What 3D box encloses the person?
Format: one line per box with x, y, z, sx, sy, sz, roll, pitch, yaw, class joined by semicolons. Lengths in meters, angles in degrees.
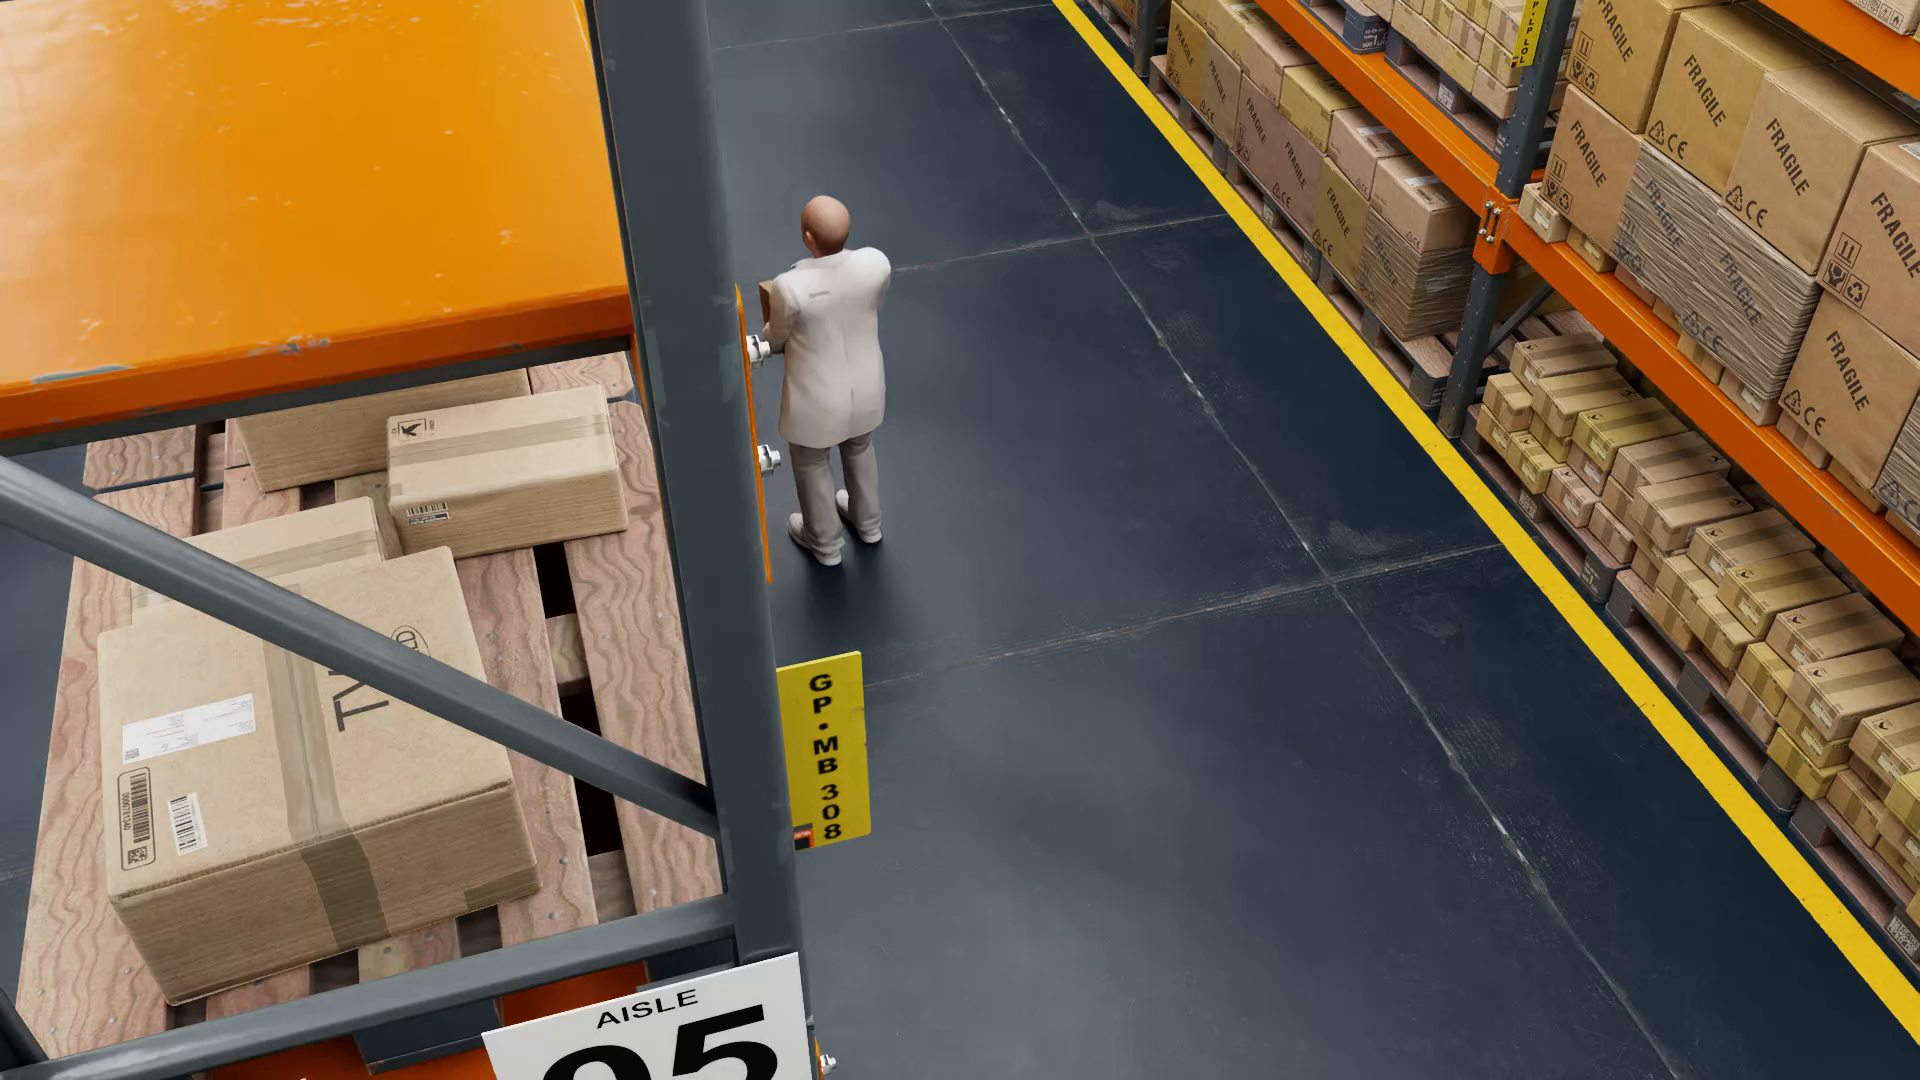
-0.580;-0.717;6.980;0.527;1.776;0.545;-22;46;-22;person
